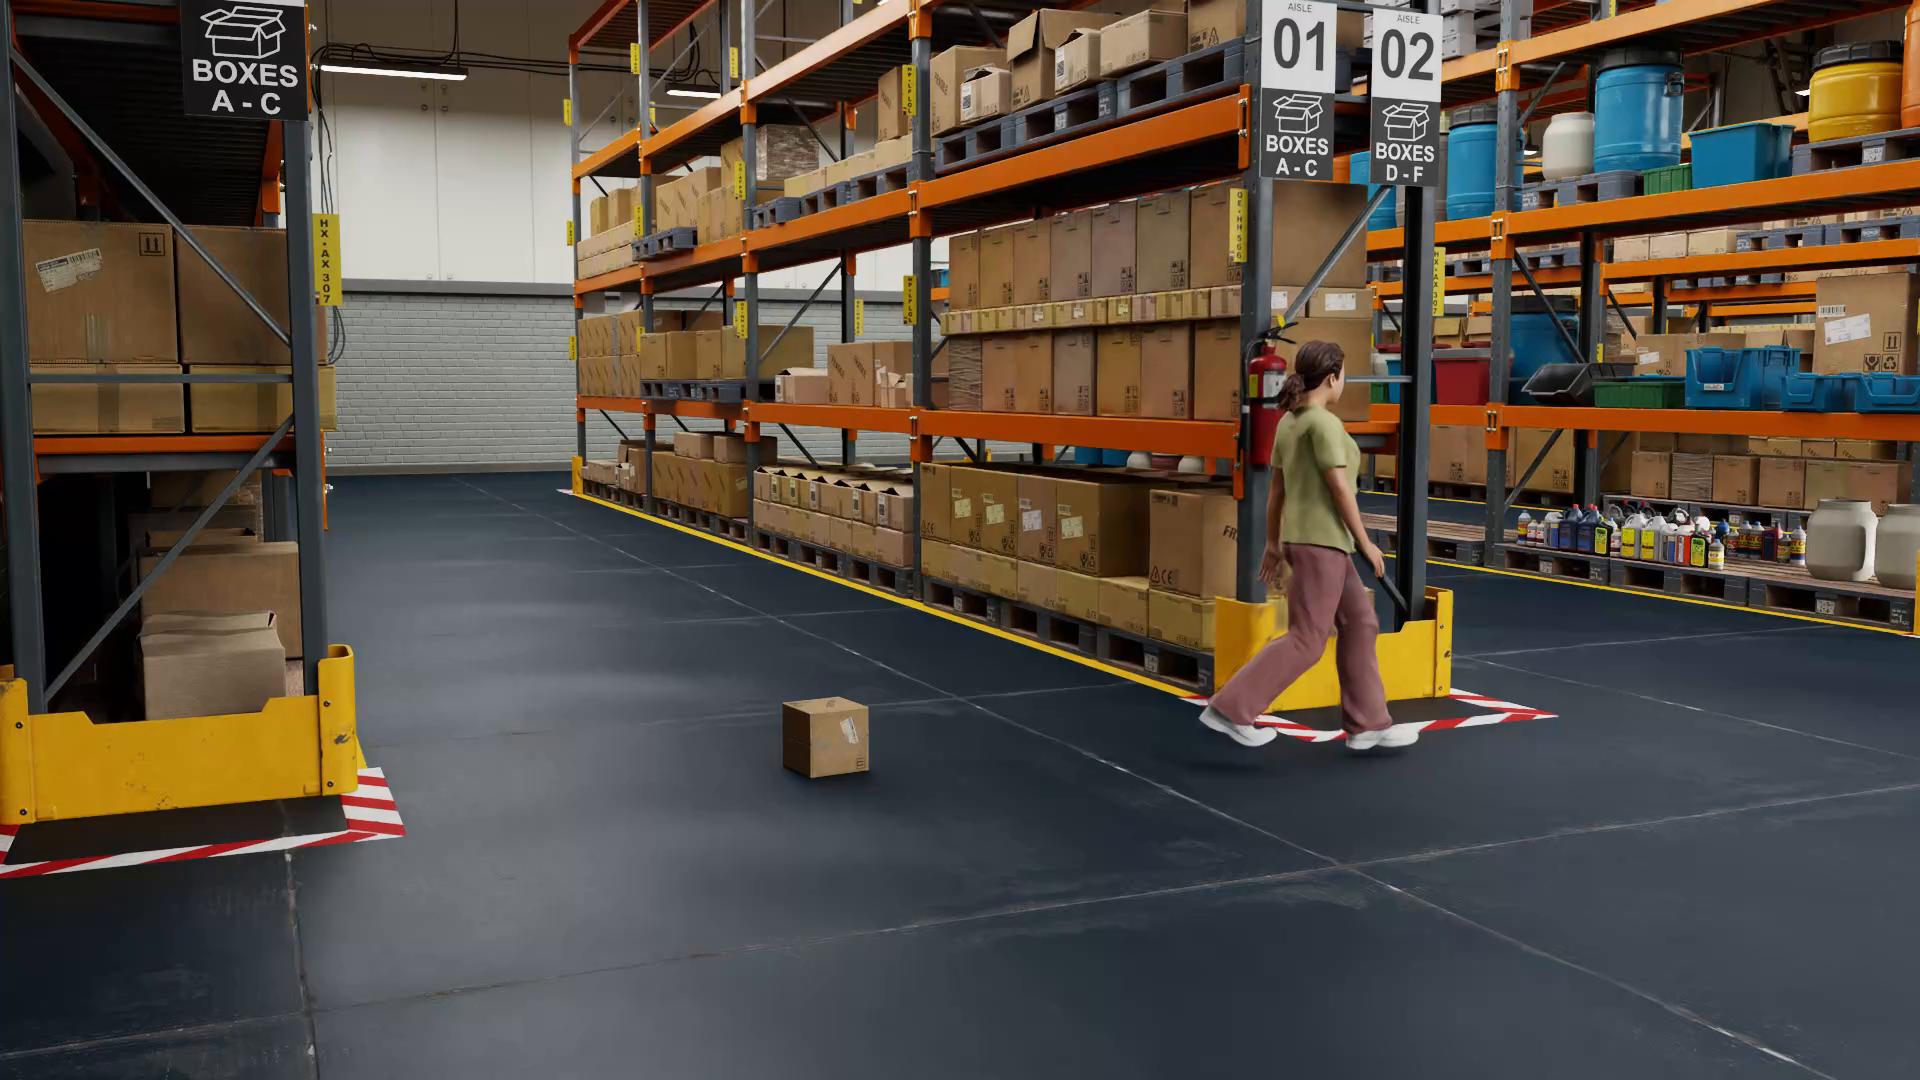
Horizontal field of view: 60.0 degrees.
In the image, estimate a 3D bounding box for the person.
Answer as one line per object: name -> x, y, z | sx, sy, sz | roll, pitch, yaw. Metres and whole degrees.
person -> 1.395, 0.031, 6.572 | 0.945, 1.635, 0.452 | -1, 6, -8
